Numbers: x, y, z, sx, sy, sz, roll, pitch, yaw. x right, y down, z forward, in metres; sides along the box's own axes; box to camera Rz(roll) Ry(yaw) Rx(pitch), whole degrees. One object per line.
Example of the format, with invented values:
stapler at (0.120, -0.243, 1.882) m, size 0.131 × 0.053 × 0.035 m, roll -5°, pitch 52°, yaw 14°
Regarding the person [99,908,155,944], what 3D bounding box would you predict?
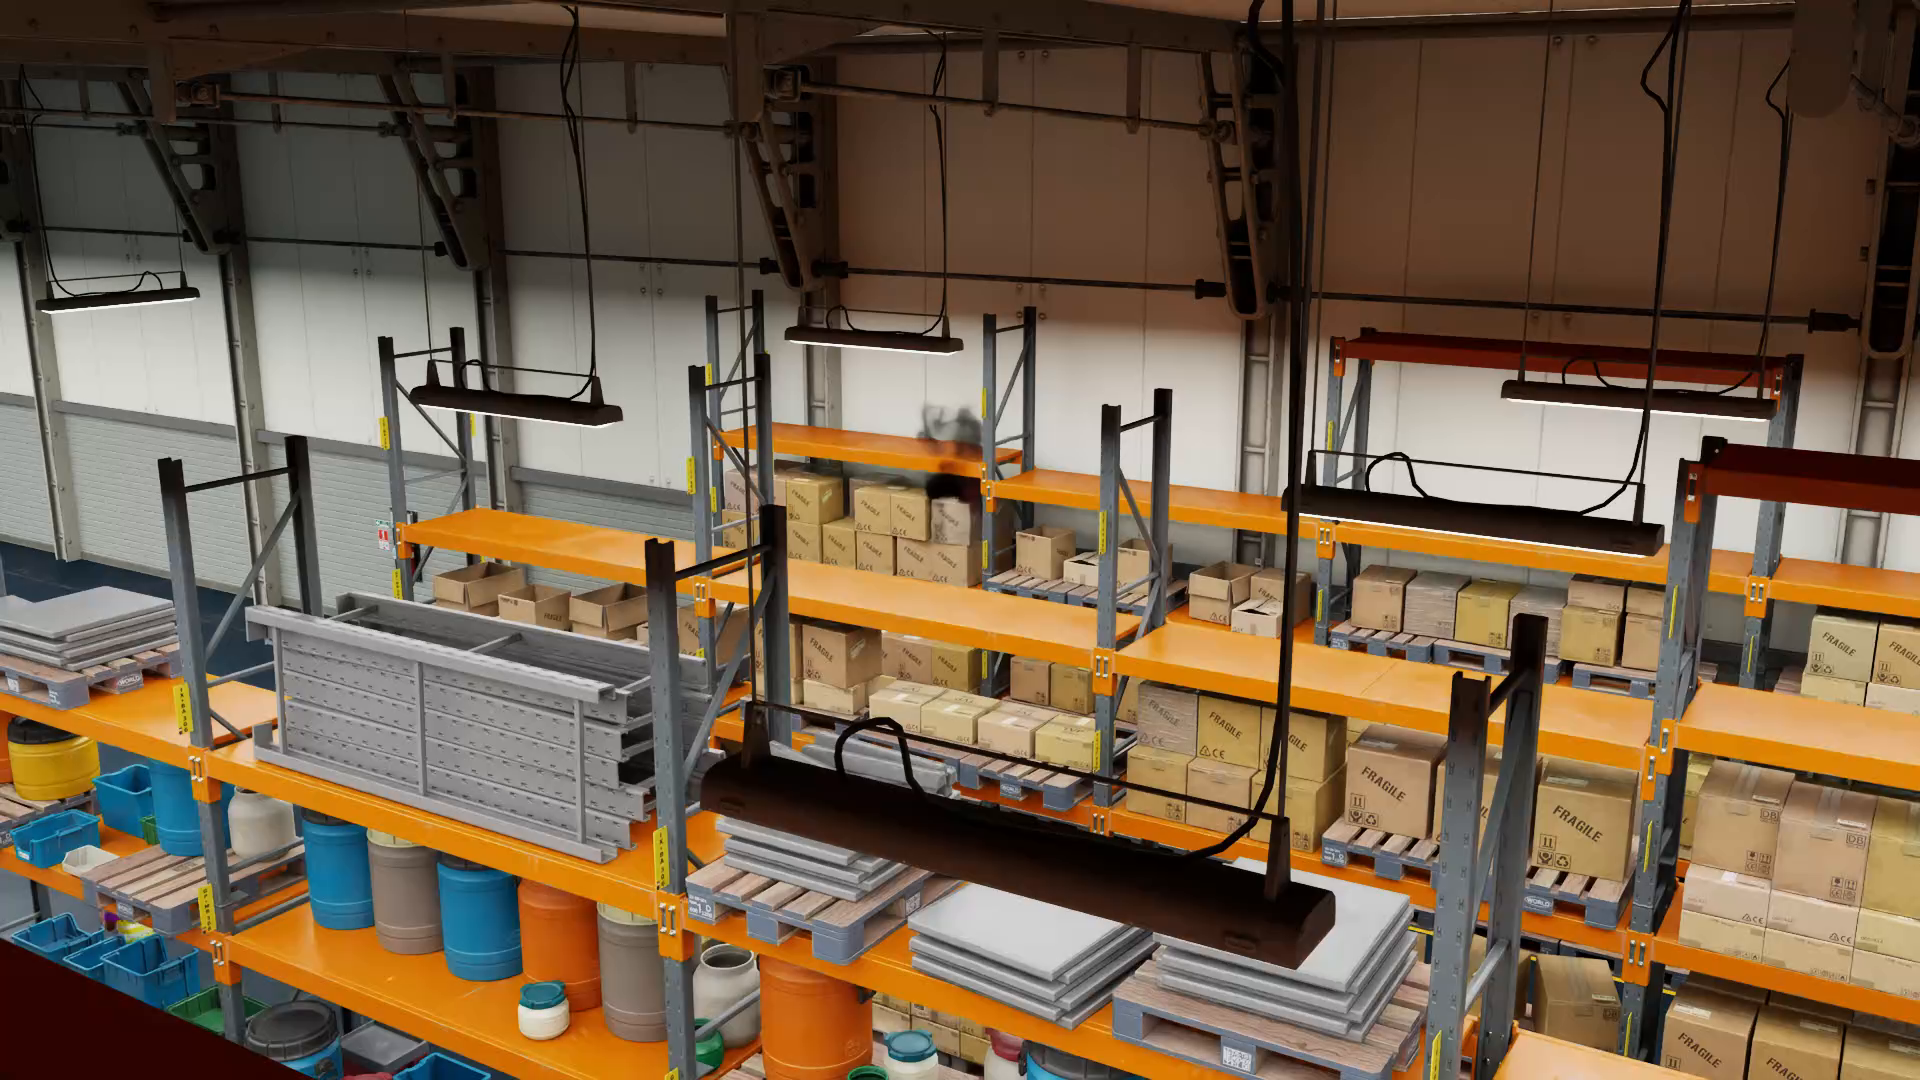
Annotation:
person at (-7.487, 3.591, 15.155) m, size 0.675 × 1.781 × 0.703 m, roll 2°, pitch 14°, yaw 7°
